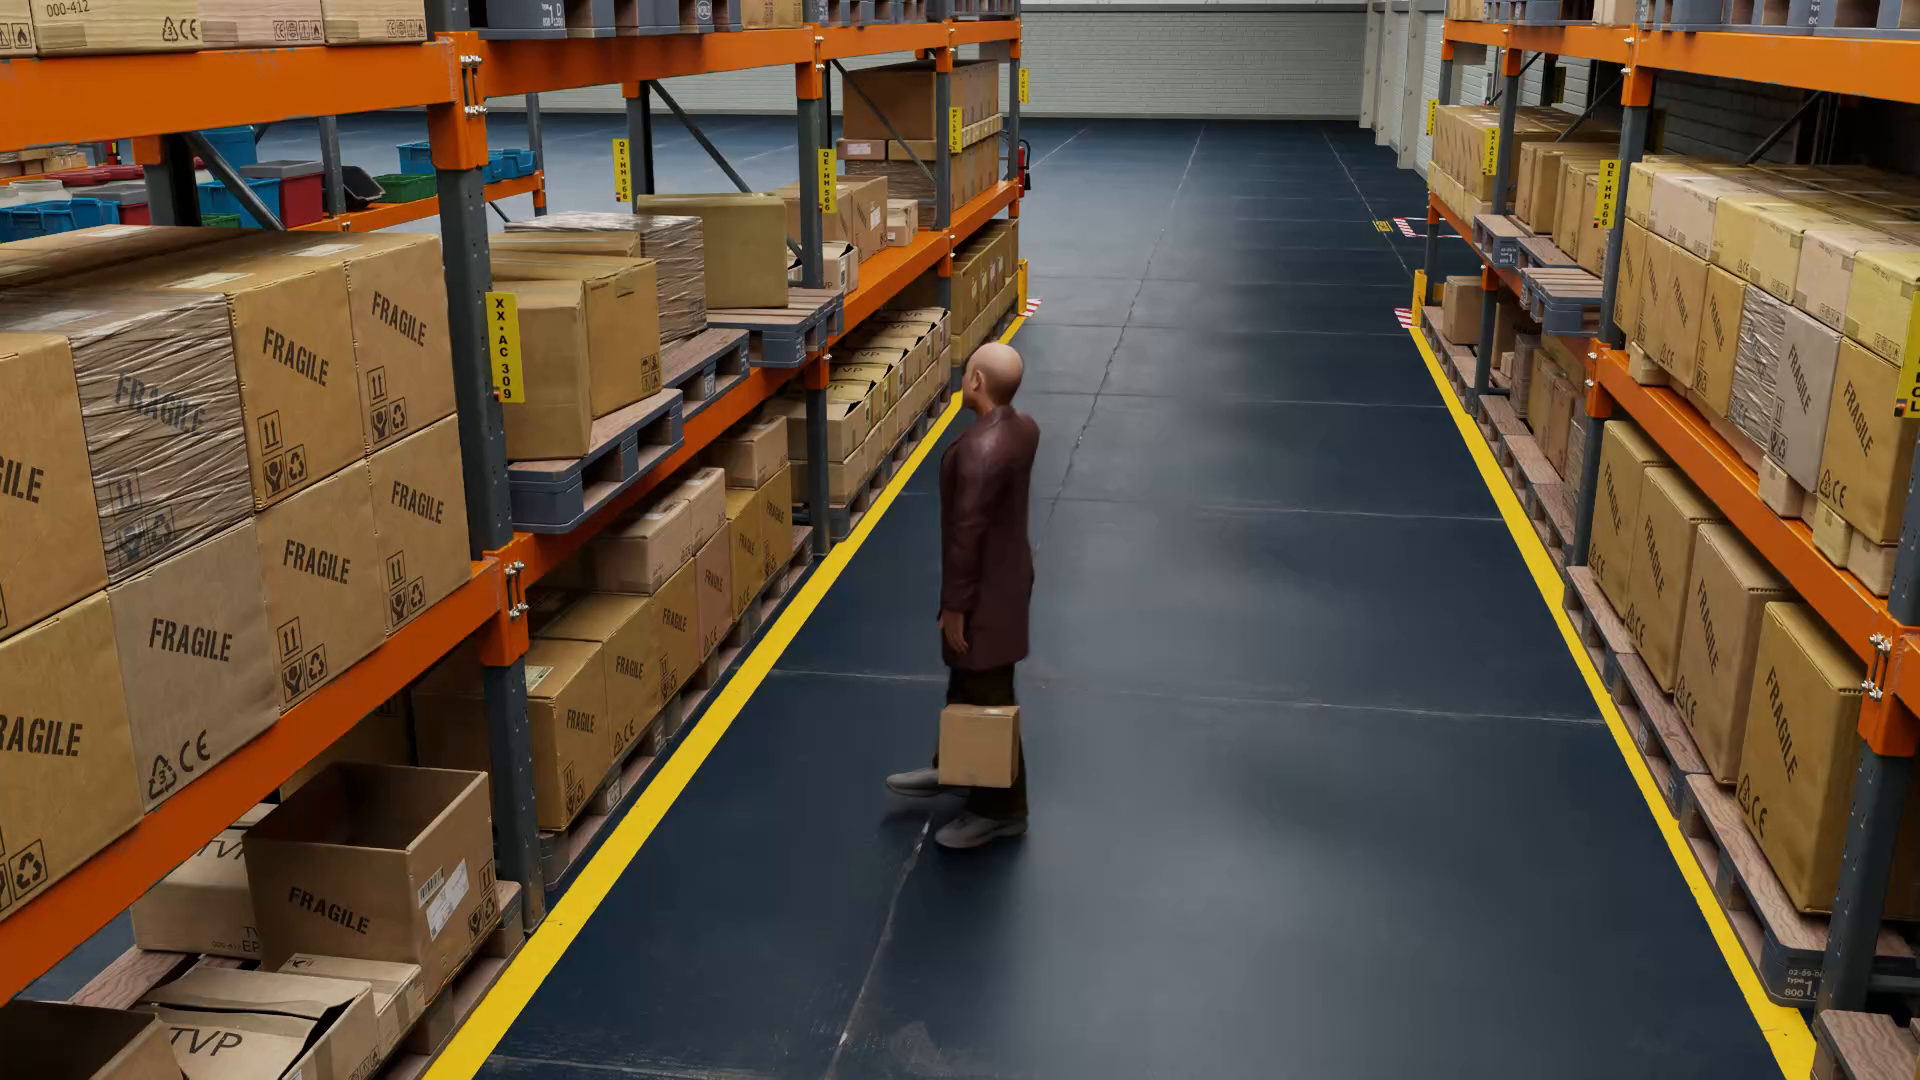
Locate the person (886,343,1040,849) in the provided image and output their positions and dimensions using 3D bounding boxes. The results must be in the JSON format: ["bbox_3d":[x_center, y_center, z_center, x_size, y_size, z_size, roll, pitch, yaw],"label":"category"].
[{"bbox_3d":[-0.012,0.181,5.924,0.579,1.783,0.596,4,18,13],"label":"person"}]
